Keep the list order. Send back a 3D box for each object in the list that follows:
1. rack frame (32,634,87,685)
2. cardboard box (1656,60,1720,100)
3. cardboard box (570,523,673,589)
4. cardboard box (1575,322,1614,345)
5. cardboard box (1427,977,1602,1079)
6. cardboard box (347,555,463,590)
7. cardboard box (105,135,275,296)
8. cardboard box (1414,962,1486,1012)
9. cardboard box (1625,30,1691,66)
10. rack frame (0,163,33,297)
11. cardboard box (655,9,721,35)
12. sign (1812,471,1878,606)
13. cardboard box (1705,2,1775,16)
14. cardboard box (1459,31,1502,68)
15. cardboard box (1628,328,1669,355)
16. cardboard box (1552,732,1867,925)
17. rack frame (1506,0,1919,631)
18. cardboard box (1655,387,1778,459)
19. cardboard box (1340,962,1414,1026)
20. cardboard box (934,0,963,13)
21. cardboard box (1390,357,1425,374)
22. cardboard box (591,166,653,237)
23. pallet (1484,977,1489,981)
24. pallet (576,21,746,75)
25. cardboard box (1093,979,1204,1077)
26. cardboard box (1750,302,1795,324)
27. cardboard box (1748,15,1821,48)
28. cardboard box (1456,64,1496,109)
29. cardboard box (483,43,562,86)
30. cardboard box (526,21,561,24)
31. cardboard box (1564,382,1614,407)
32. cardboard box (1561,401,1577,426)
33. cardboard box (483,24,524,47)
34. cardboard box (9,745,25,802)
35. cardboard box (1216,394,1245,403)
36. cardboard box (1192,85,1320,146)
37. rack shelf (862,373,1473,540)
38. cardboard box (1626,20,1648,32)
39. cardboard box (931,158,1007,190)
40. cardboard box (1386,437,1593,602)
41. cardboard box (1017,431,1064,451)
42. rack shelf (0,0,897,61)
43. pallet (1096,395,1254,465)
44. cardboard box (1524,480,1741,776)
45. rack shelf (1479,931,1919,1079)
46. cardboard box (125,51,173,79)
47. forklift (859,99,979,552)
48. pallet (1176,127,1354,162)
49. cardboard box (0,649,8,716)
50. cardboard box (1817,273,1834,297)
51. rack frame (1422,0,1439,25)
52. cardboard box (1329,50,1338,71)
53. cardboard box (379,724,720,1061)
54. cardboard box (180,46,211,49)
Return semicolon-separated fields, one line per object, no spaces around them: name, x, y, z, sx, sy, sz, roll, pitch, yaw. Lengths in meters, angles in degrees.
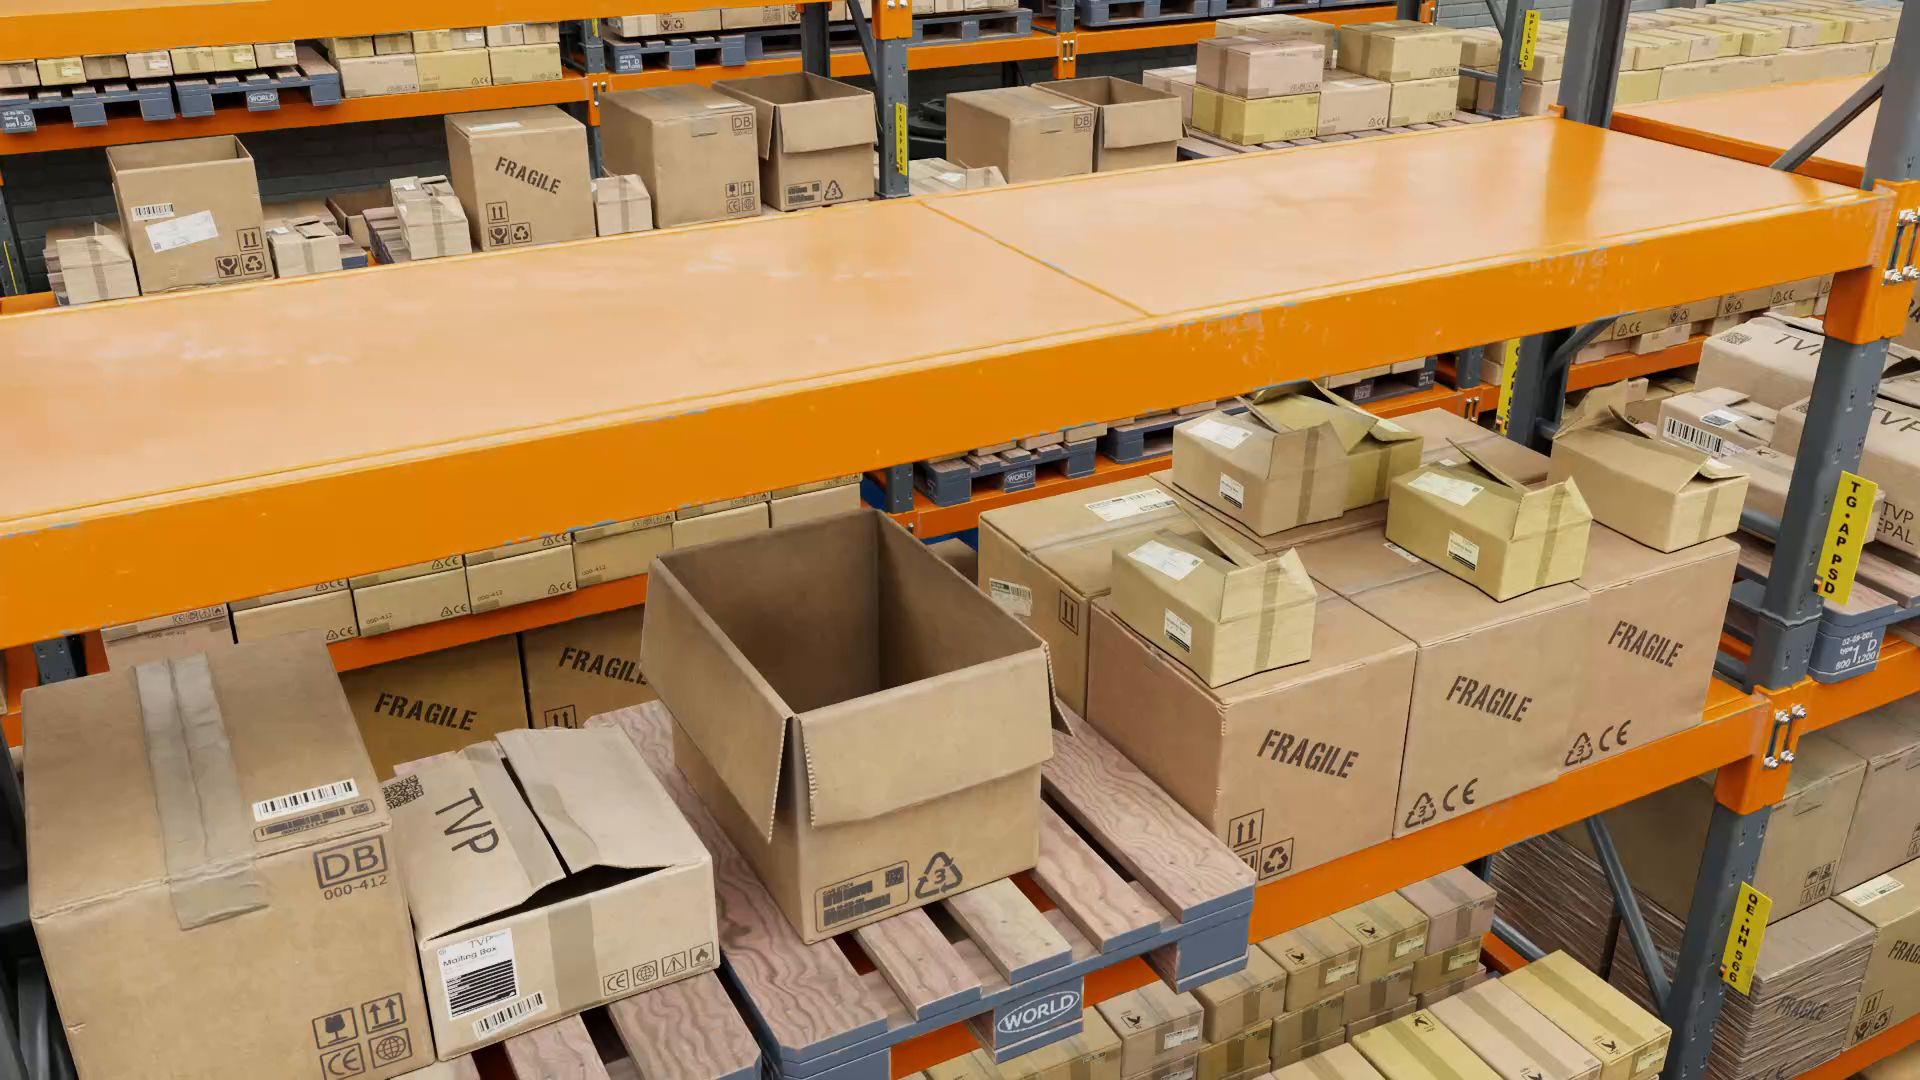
rack frame;-4.062;0.320;7.421;0.127;3.000;1.000;-13;29;-25
cardboard box;4.413;-2.919;10.530;0.500;0.250;0.500;-13;28;-25
cardboard box;-1.752;-0.019;8.299;0.500;0.250;0.500;-13;29;-26
cardboard box;3.949;-1.583;10.925;0.500;0.500;0.500;-13;29;-25
cardboard box;1.447;1.356;4.380;0.250;0.149;0.380;-13;29;-26
cardboard box;-2.636;-0.030;7.744;0.500;0.250;0.500;-13;28;-24
cardboard box;-3.148;-1.336;6.802;0.500;0.500;0.500;-14;29;-26
cardboard box;1.396;1.313;5.157;0.250;0.149;0.380;-13;29;-26
cardboard box;4.321;-3.075;10.395;0.250;0.149;0.380;-14;29;-27
rack frame;-6.401;-1.575;11.367;0.127;3.000;1.000;-13;29;-25
cardboard box;-2.117;-4.076;12.394;0.500;0.500;0.500;-13;28;-25
sign;2.140;-0.003;4.029;0.005;0.325;0.100;-13;29;-25
cardboard box;5.396;-3.621;11.531;0.250;0.149;0.380;-13;29;-25
cardboard box;3.174;-3.056;10.355;0.250;0.149;0.380;-12;28;-24
cardboard box;4.559;-1.395;11.282;0.250;0.149;0.380;-13;28;-25
cardboard box;2.287;0.791;5.167;0.500;0.500;0.700;-13;29;-25
rack frame;1.886;-1.330;3.924;0.127;3.000;1.000;-13;29;-25
cardboard box;2.311;-0.312;4.941;0.250;0.166;0.380;-13;29;-25
cardboard box;1.127;1.243;4.960;0.250;0.149;0.380;-12;28;-23
cardboard box;-0.169;-4.338;13.346;0.250;0.149;0.380;-13;29;-25
cardboard box;2.673;-1.176;10.340;0.250;0.149;0.380;-13;28;-24
cardboard box;-1.583;-1.562;7.544;0.258;0.266;0.396;-14;29;-26
pallet;1.307;1.647;4.877;1.003;0.211;1.213;-13;29;-25
pallet;-2.315;-3.829;12.815;1.003;0.211;1.213;-12;28;-23
cardboard box;0.461;1.264;4.571;0.250;0.149;0.380;-12;28;-23
cardboard box;5.677;-1.651;11.816;0.250;0.149;0.380;-12;28;-24
cardboard box;5.438;-3.365;10.999;0.250;0.149;0.380;-13;29;-25
cardboard box;3.261;-2.921;10.535;0.500;0.250;0.500;-13;29;-26
cardboard box;-3.210;-3.477;12.037;0.500;0.250;0.500;-14;29;-27
cardboard box;-3.035;-3.805;11.916;0.250;0.149;0.380;-12;28;-23
cardboard box;4.236;-1.015;11.276;0.250;0.149;0.380;-12;28;-23
cardboard box;4.112;-0.728;11.428;0.500;0.500;0.500;-12;28;-23
cardboard box;-3.309;-3.645;11.925;0.250;0.149;0.380;-14;29;-26
cardboard box;-4.666;1.372;7.703;0.875;0.438;0.875;-13;29;-26
cardboard box;1.485;-0.959;9.889;0.250;0.149;0.380;-14;29;-27
cardboard box;1.651;-2.405;9.318;0.500;0.250;0.500;-13;28;-24
rack shelf;1.232;-0.578;10.122;4.000;0.370;1.077;-13;29;-25
cardboard box;4.287;-3.346;10.959;0.250;0.149;0.380;-13;28;-25
cardboard box;0.051;-1.838;8.604;0.258;0.266;0.396;-13;29;-25
cardboard box;1.206;-0.076;3.779;0.258;0.266;0.396;-13;29;-25
cardboard box;0.370;-0.649;9.244;0.250;0.149;0.380;-15;29;-28
rack shelf;-2.297;-2.288;7.213;4.000;0.370;1.077;-13;29;-25
pallet;1.195;-0.827;10.031;1.213;0.211;1.003;-13;29;-25
cardboard box;1.502;0.191;4.108;0.500;0.500;0.500;-13;29;-25
rack shelf;3.651;1.292;6.227;4.000;0.370;1.077;-13;29;-25
cardboard box;-5.264;-3.105;10.777;0.250;0.149;0.380;-13;28;-24
forklift;0.318;-1.553;11.401;1.130;2.935;3.031;14;29;27
pallet;1.489;-2.280;9.586;1.003;0.211;1.213;-13;29;-25
cardboard box;-4.351;0.467;6.999;0.500;0.500;0.500;-13;28;-25
cardboard box;6.177;-2.088;11.976;0.500;0.500;0.500;-14;29;-26
rack frame;4.188;-4.019;16.458;0.127;3.000;1.000;-13;29;-25
cardboard box;2.293;-2.818;10.178;0.500;0.250;0.500;-14;29;-26
cardboard box;-0.768;0.589;3.012;0.500;0.311;0.500;-13;29;-26
cardboard box;-5.073;-3.330;10.902;0.250;0.149;0.380;-13;28;-24
